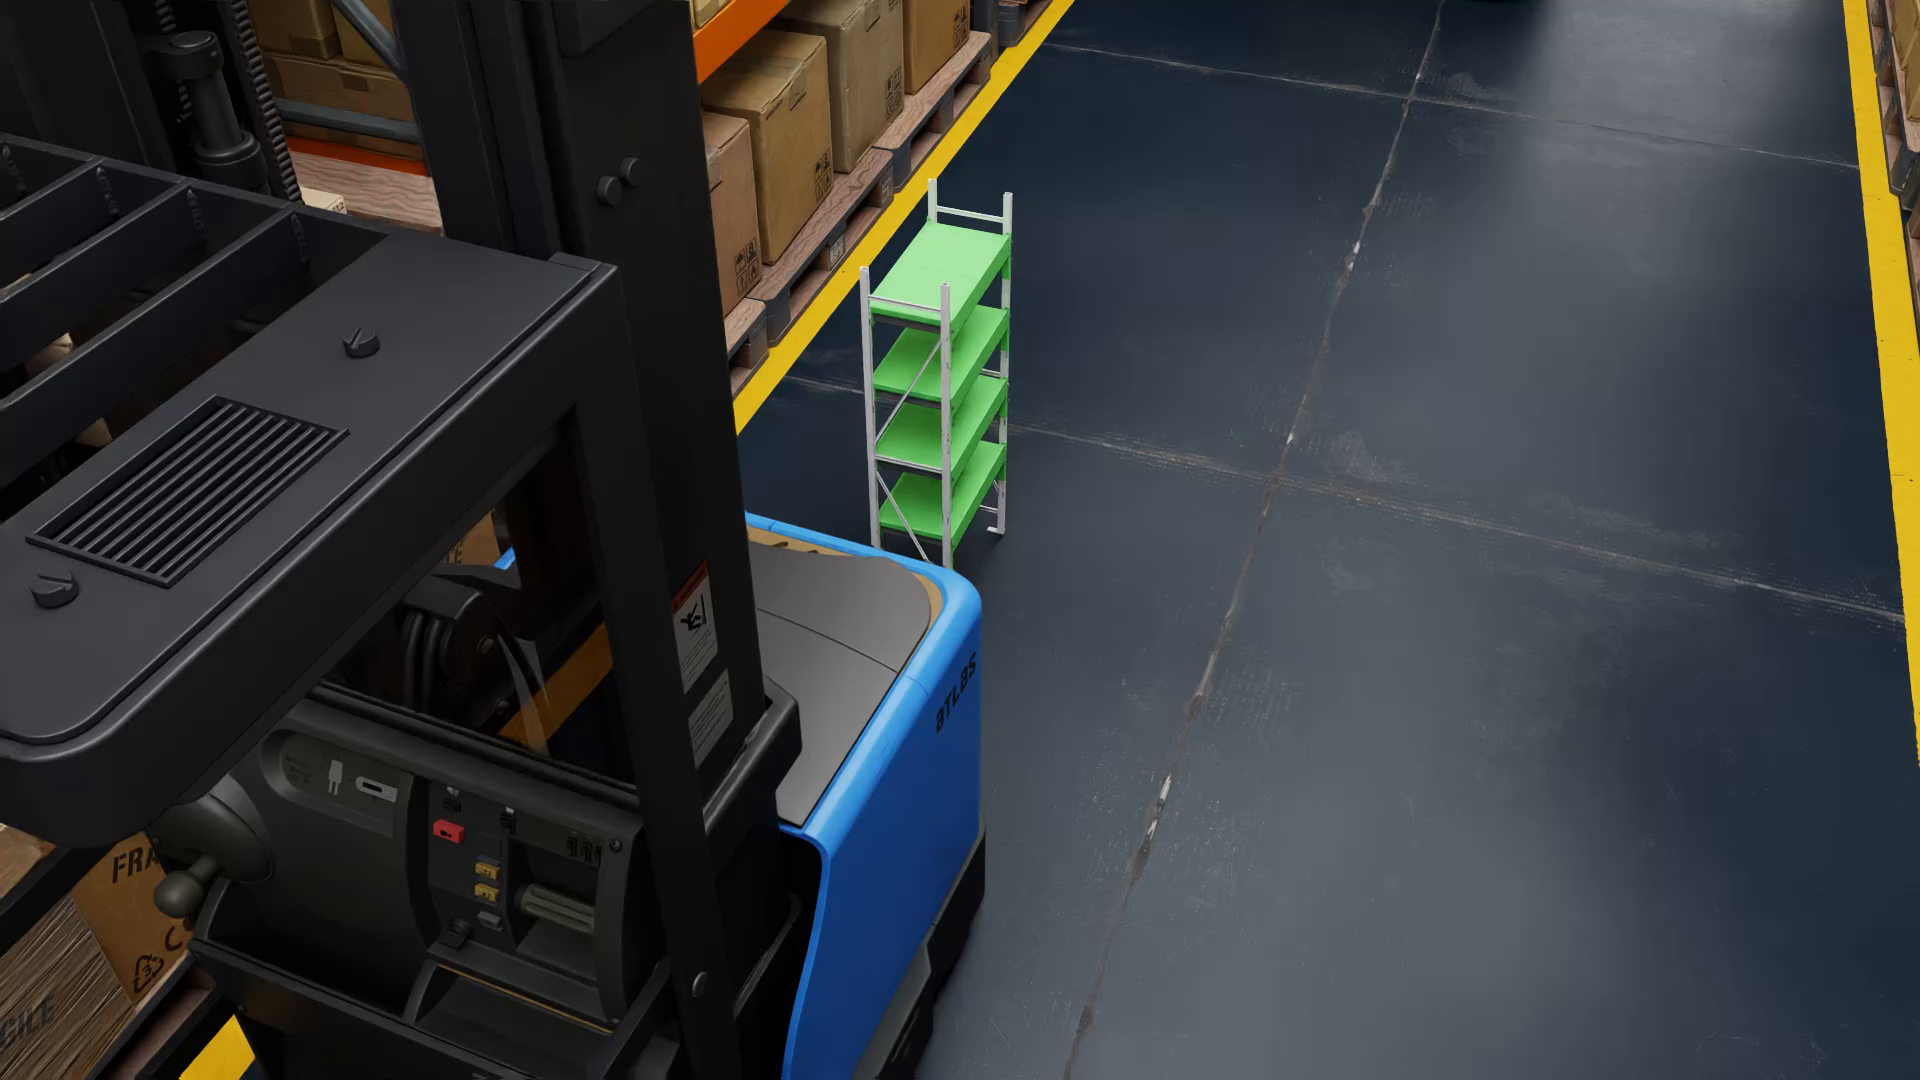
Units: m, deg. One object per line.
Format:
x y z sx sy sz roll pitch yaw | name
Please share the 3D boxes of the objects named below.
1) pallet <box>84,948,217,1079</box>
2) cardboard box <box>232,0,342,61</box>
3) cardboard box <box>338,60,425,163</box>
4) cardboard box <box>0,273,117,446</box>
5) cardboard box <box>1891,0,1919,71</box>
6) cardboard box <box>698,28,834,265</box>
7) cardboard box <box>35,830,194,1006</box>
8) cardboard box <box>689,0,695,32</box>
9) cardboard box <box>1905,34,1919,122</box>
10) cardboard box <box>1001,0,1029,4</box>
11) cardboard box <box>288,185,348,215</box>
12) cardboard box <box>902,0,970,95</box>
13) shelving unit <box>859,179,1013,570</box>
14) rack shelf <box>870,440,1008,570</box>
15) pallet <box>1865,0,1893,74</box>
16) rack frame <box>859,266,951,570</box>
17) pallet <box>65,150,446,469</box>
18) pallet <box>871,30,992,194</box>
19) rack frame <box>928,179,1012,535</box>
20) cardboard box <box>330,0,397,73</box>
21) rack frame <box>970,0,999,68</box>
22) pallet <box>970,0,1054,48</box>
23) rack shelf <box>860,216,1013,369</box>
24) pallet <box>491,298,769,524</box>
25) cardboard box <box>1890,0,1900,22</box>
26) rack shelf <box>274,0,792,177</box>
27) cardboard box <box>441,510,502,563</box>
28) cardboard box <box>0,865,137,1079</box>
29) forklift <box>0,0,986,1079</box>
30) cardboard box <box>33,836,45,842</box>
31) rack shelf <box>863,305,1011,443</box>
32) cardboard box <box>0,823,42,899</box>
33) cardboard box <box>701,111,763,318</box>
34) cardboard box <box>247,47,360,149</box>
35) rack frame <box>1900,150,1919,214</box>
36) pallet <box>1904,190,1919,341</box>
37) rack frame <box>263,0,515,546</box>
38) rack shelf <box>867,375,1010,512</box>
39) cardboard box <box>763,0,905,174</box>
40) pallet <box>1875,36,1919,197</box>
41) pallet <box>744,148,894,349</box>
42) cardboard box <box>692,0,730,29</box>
-2.386 1.175 3.710 1.003 0.211 1.213 13 42 15 | pallet
-1.784 -1.543 4.478 0.500 0.250 0.500 14 42 16 | cardboard box
-1.295 -1.234 4.501 0.500 0.250 0.500 13 42 15 | cardboard box
-1.733 -0.462 3.272 0.500 0.250 0.500 11 42 13 | cardboard box
4.479 -2.276 7.401 0.500 0.250 0.500 12 42 14 | cardboard box
-1.004 -1.519 6.226 0.875 0.625 0.625 12 42 13 | cardboard box
-1.977 0.645 3.785 0.500 0.500 0.500 15 43 17 | cardboard box
-1.119 -1.539 4.859 0.500 0.250 0.500 12 42 14 | cardboard box
4.306 -1.949 7.018 0.500 0.250 0.500 15 43 17 | cardboard box
0.168 -2.849 8.074 0.500 0.250 0.500 14 42 16 | cardboard box
-1.541 -0.653 3.574 0.380 0.149 0.250 14 42 16 | cardboard box
-0.477 -2.450 7.316 0.875 0.625 0.625 15 43 17 | cardboard box
-0.057 -0.355 4.742 0.258 1.200 0.503 13 42 15 | shelving unit
-0.057 -0.124 4.939 0.258 0.148 0.480 13 42 15 | rack shelf
4.969 -2.518 8.039 1.003 0.211 1.213 13 42 15 | pallet
-0.140 -0.207 4.568 0.240 1.200 0.015 13 42 15 | rack frame
-1.842 -0.572 3.758 1.213 0.211 1.003 13 42 15 | pallet
-0.524 -1.995 7.426 1.003 0.211 1.213 13 42 15 | pallet
0.027 -0.504 4.917 0.240 1.200 0.015 13 42 15 | rack frame
-1.272 -1.418 4.332 0.500 0.250 0.500 13 42 15 | cardboard box
-0.309 -3.514 7.058 1.000 3.000 0.127 13 42 15 | rack frame
0.002 -2.929 8.520 1.003 0.211 1.213 13 42 15 | pallet
-0.057 -0.672 4.472 0.258 0.148 0.480 13 42 15 | rack shelf
-1.358 -0.507 5.682 1.003 0.211 1.213 13 42 15 | pallet
4.657 -2.585 7.764 0.500 0.250 0.500 14 42 16 | cardboard box
-0.993 -2.021 5.862 1.077 0.370 4.000 13 42 15 | rack shelf
-1.619 0.022 4.515 0.500 0.500 0.500 14 43 16 | cardboard box
-2.137 0.966 3.409 0.500 0.500 0.500 12 42 14 | cardboard box
-0.977 0.539 2.360 1.130 2.935 3.031 15 43 17 | forklift
-2.021 0.455 3.508 0.380 0.149 0.250 13 42 14 | cardboard box
-0.057 -0.489 4.628 0.258 0.148 0.480 13 42 15 | rack shelf
-2.087 0.630 3.303 0.380 0.149 0.250 11 42 13 | cardboard box
-1.234 -1.108 5.744 0.875 0.625 0.625 15 43 16 | cardboard box
-1.763 -1.348 4.635 0.500 0.250 0.500 12 42 14 | cardboard box
4.357 -2.415 5.769 1.000 3.000 0.127 13 42 15 | rack frame
4.092 -0.879 6.117 1.003 0.211 1.213 13 42 15 | pallet
-1.677 -1.074 4.198 1.000 3.000 0.127 13 42 15 | rack frame
-0.057 -0.307 4.784 0.258 0.148 0.480 13 42 15 | rack shelf
-0.749 -1.978 6.764 0.875 0.625 0.625 13 42 15 | cardboard box
4.553 -1.771 7.164 1.003 0.211 1.213 13 42 15 | pallet
-0.940 -1.249 6.551 1.003 0.211 1.213 13 42 15 | pallet
-0.949 -1.855 5.229 0.500 0.250 0.500 12 42 14 | cardboard box
